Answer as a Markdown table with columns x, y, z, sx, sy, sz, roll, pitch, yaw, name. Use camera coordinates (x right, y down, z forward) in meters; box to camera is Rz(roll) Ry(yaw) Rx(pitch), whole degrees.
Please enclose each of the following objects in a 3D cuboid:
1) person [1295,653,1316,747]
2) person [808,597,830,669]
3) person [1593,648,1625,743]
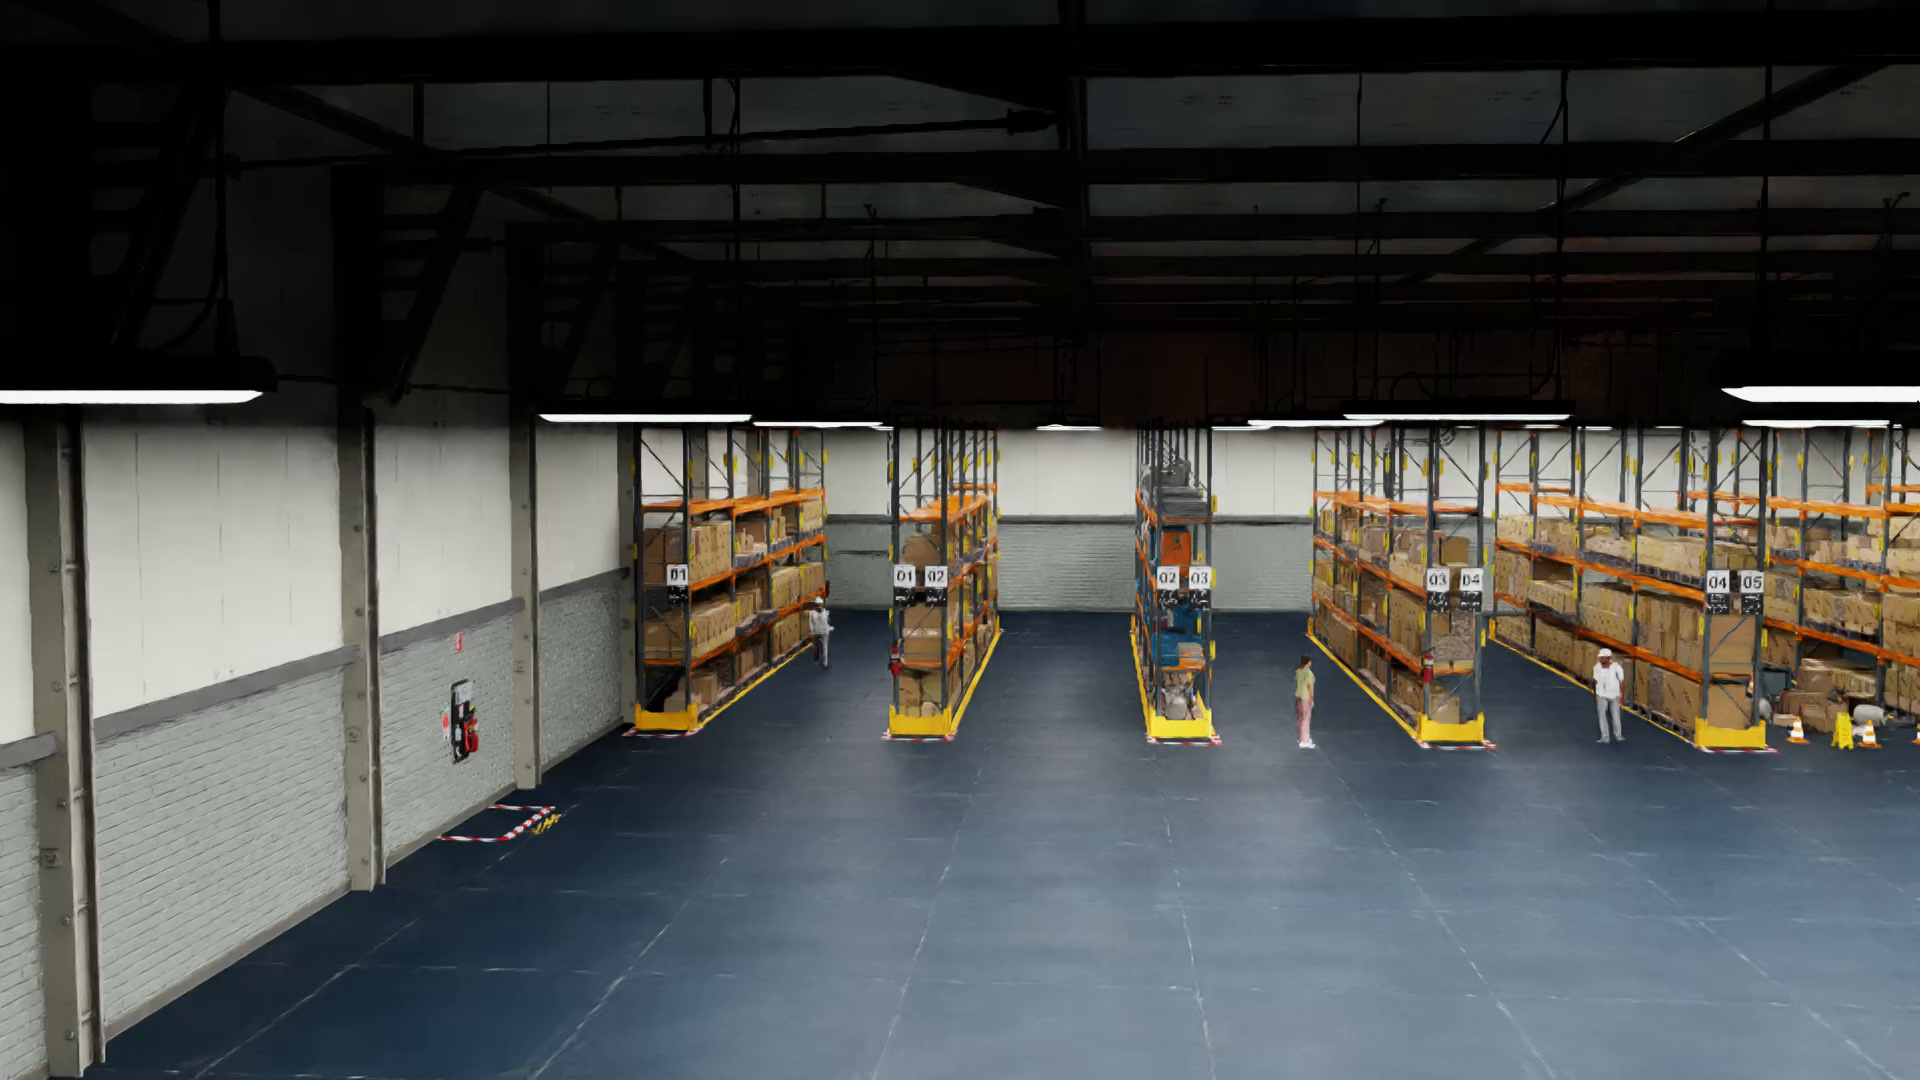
| x | y | z | sx | sy | sz | roll | pitch | yaw | name |
| --- | --- | --- | --- | --- | --- | --- | --- | --- | --- |
| 6.305 | 2.890 | 30.210 | 0.454 | 1.666 | 0.539 | -2 | 4 | -23 | person |
| -3.403 | 2.233 | 40.208 | 0.538 | 1.715 | 1.029 | 0 | 4 | -4 | person |
| 11.958 | 2.853 | 30.623 | 0.603 | 1.752 | 0.563 | 3 | 5 | 41 | person |
